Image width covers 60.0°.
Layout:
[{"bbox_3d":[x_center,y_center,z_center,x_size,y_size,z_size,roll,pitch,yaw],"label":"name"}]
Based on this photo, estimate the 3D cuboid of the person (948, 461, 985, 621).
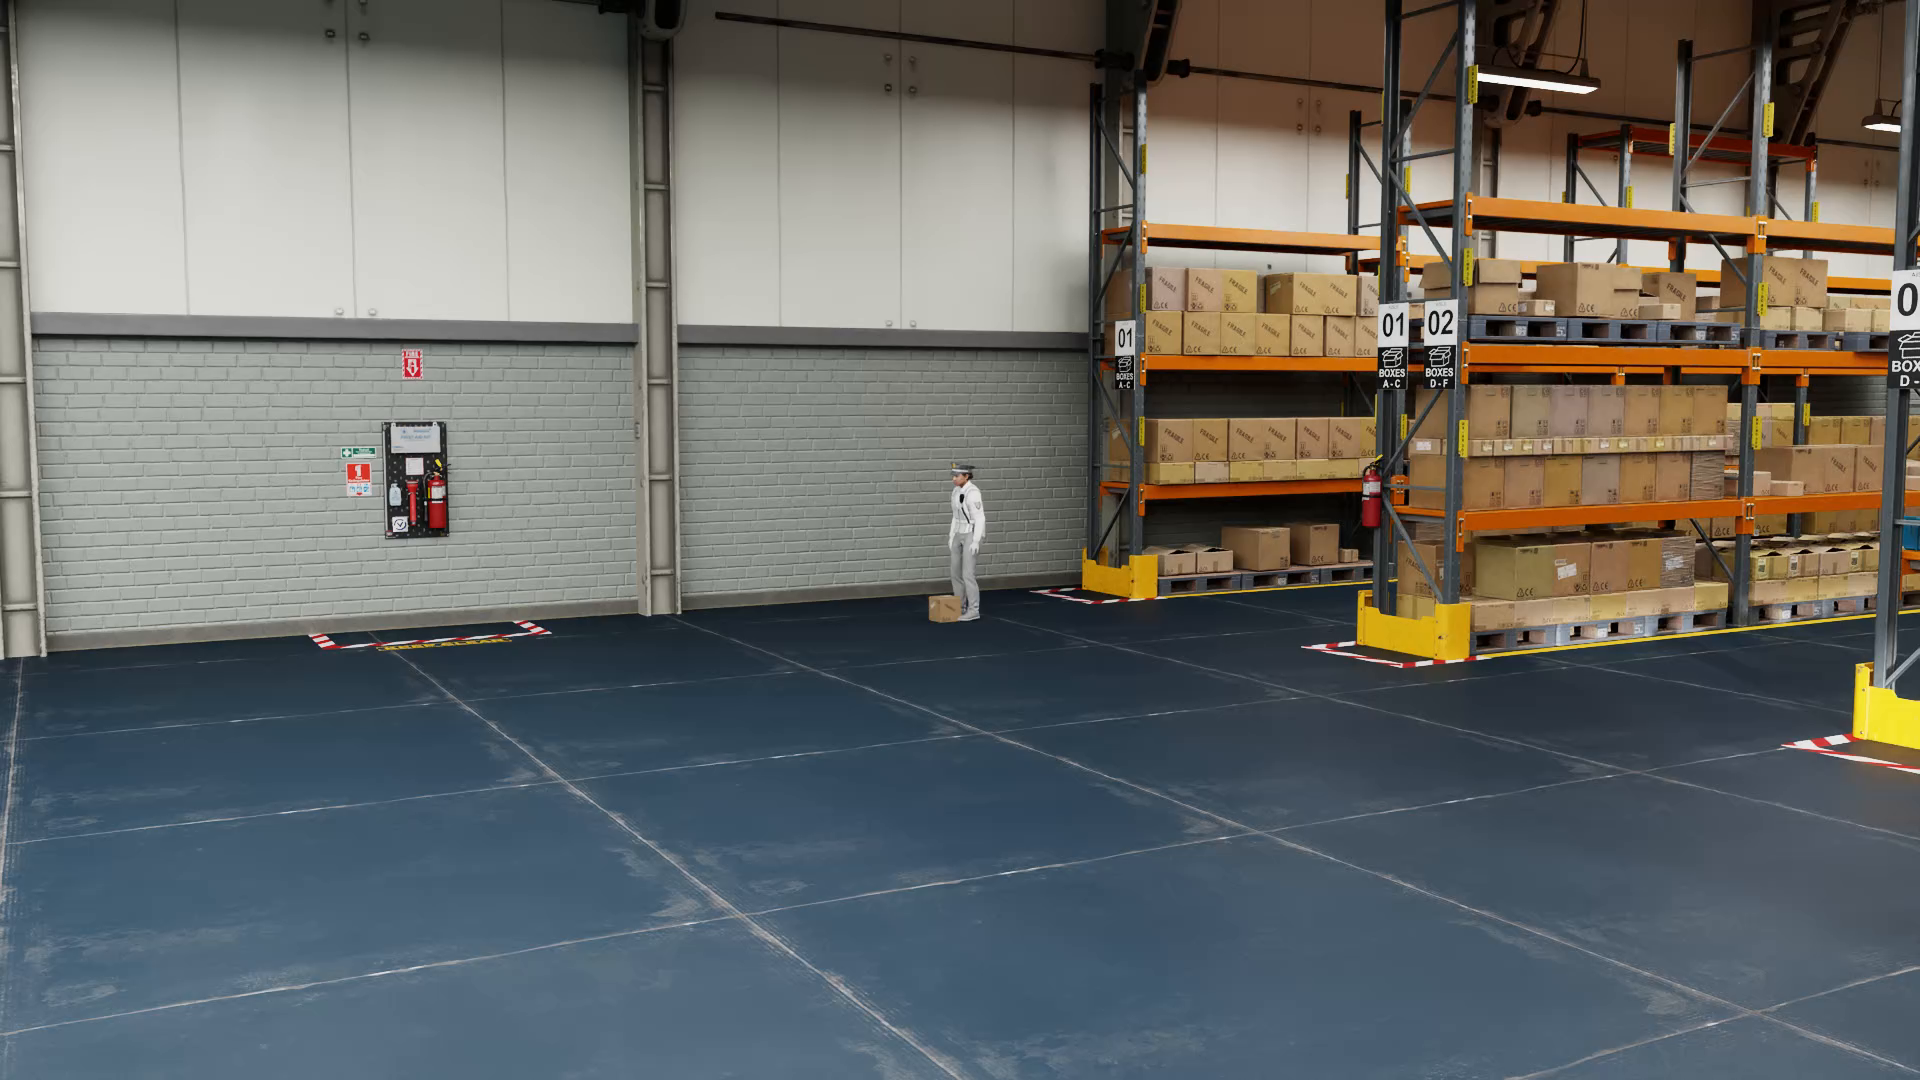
[{"bbox_3d":[0.054,0.006,17.427,0.373,1.662,0.530,-3,6,-32],"label":"person"}]
